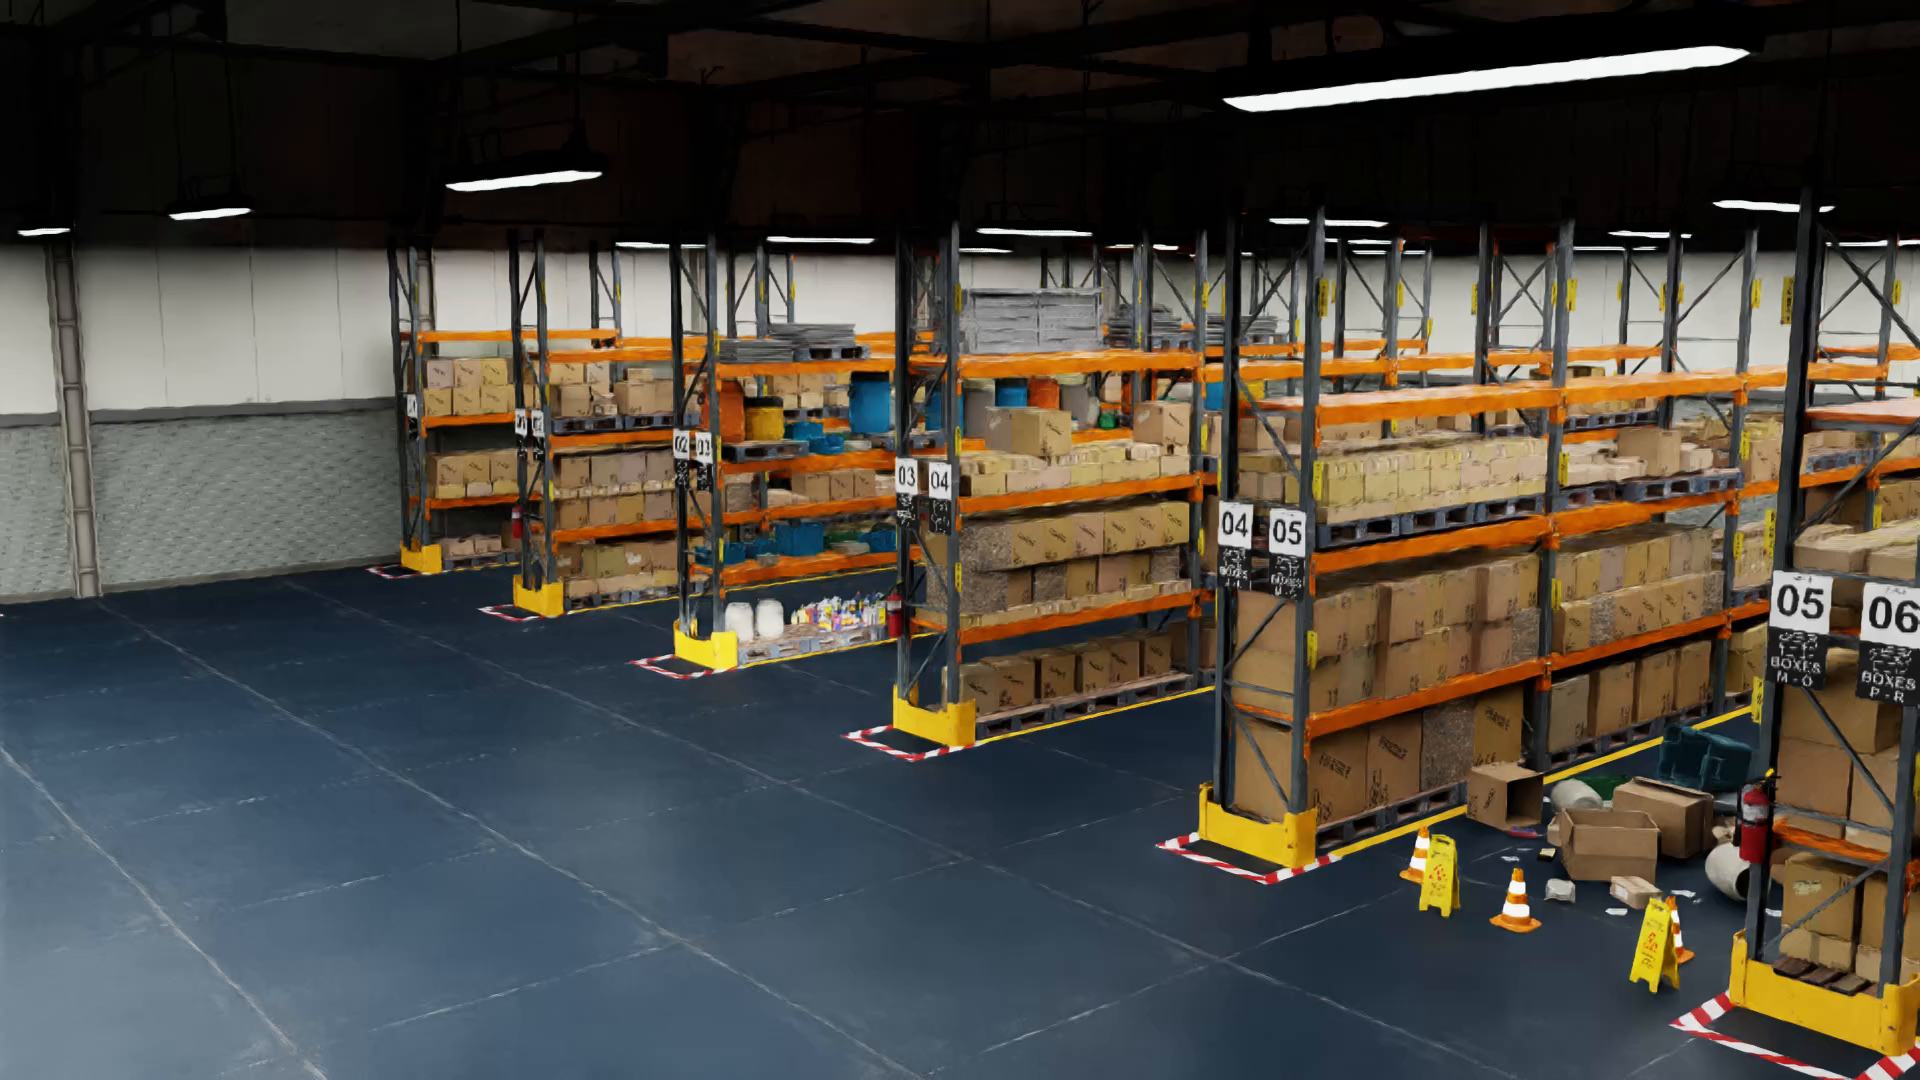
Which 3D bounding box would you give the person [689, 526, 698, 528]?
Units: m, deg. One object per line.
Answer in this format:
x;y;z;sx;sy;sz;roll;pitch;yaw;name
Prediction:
-4.902;-0.330;30.641;0.814;1.609;0.636;-6;11;-34;person

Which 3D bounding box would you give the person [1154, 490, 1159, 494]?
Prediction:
4.618;-1.936;40.464;0.731;1.758;0.534;0;9;-3;person
